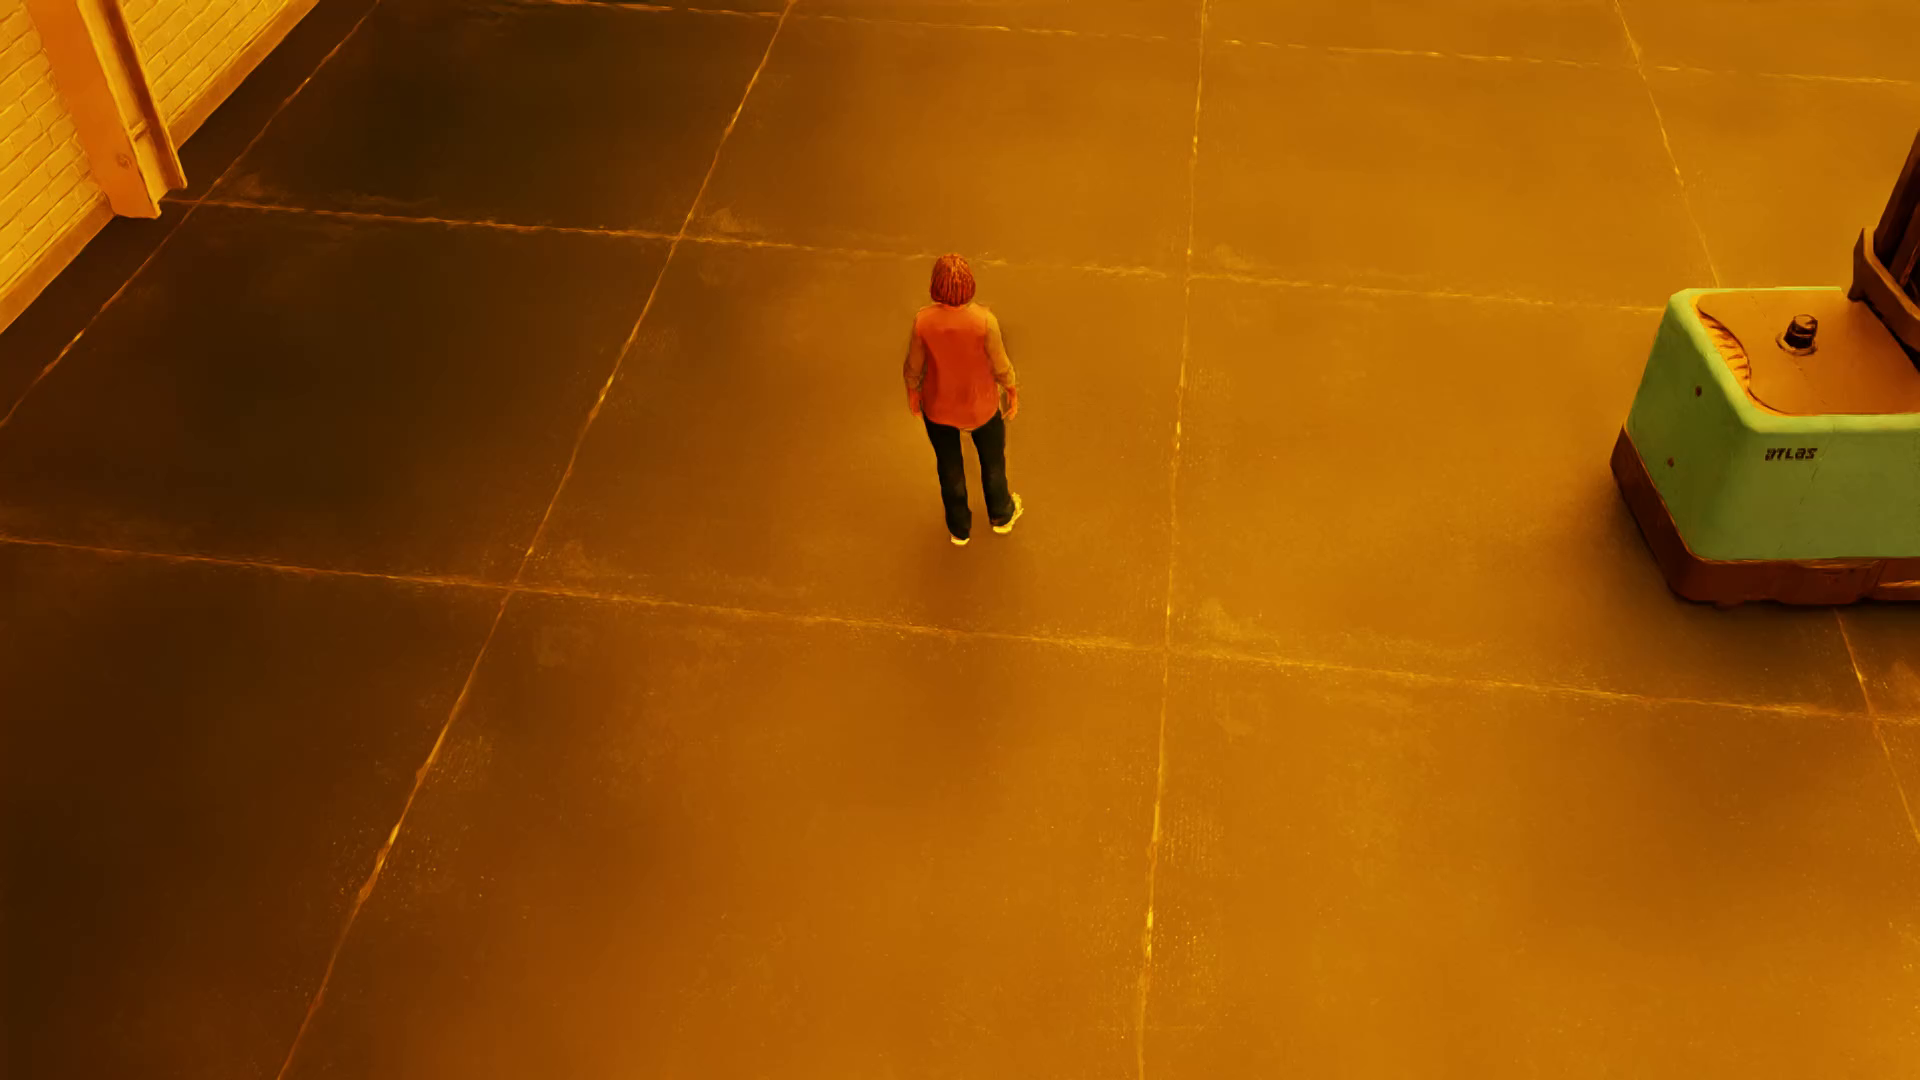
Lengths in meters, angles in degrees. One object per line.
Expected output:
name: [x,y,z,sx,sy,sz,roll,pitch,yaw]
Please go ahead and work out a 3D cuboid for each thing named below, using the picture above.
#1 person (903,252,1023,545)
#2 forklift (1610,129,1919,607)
person: [0.024,-0.642,7.399,0.520,1.597,0.474,5,43,6]
forklift: [4.727,-1.137,6.962,3.031,2.935,1.130,-1,43,-1]
